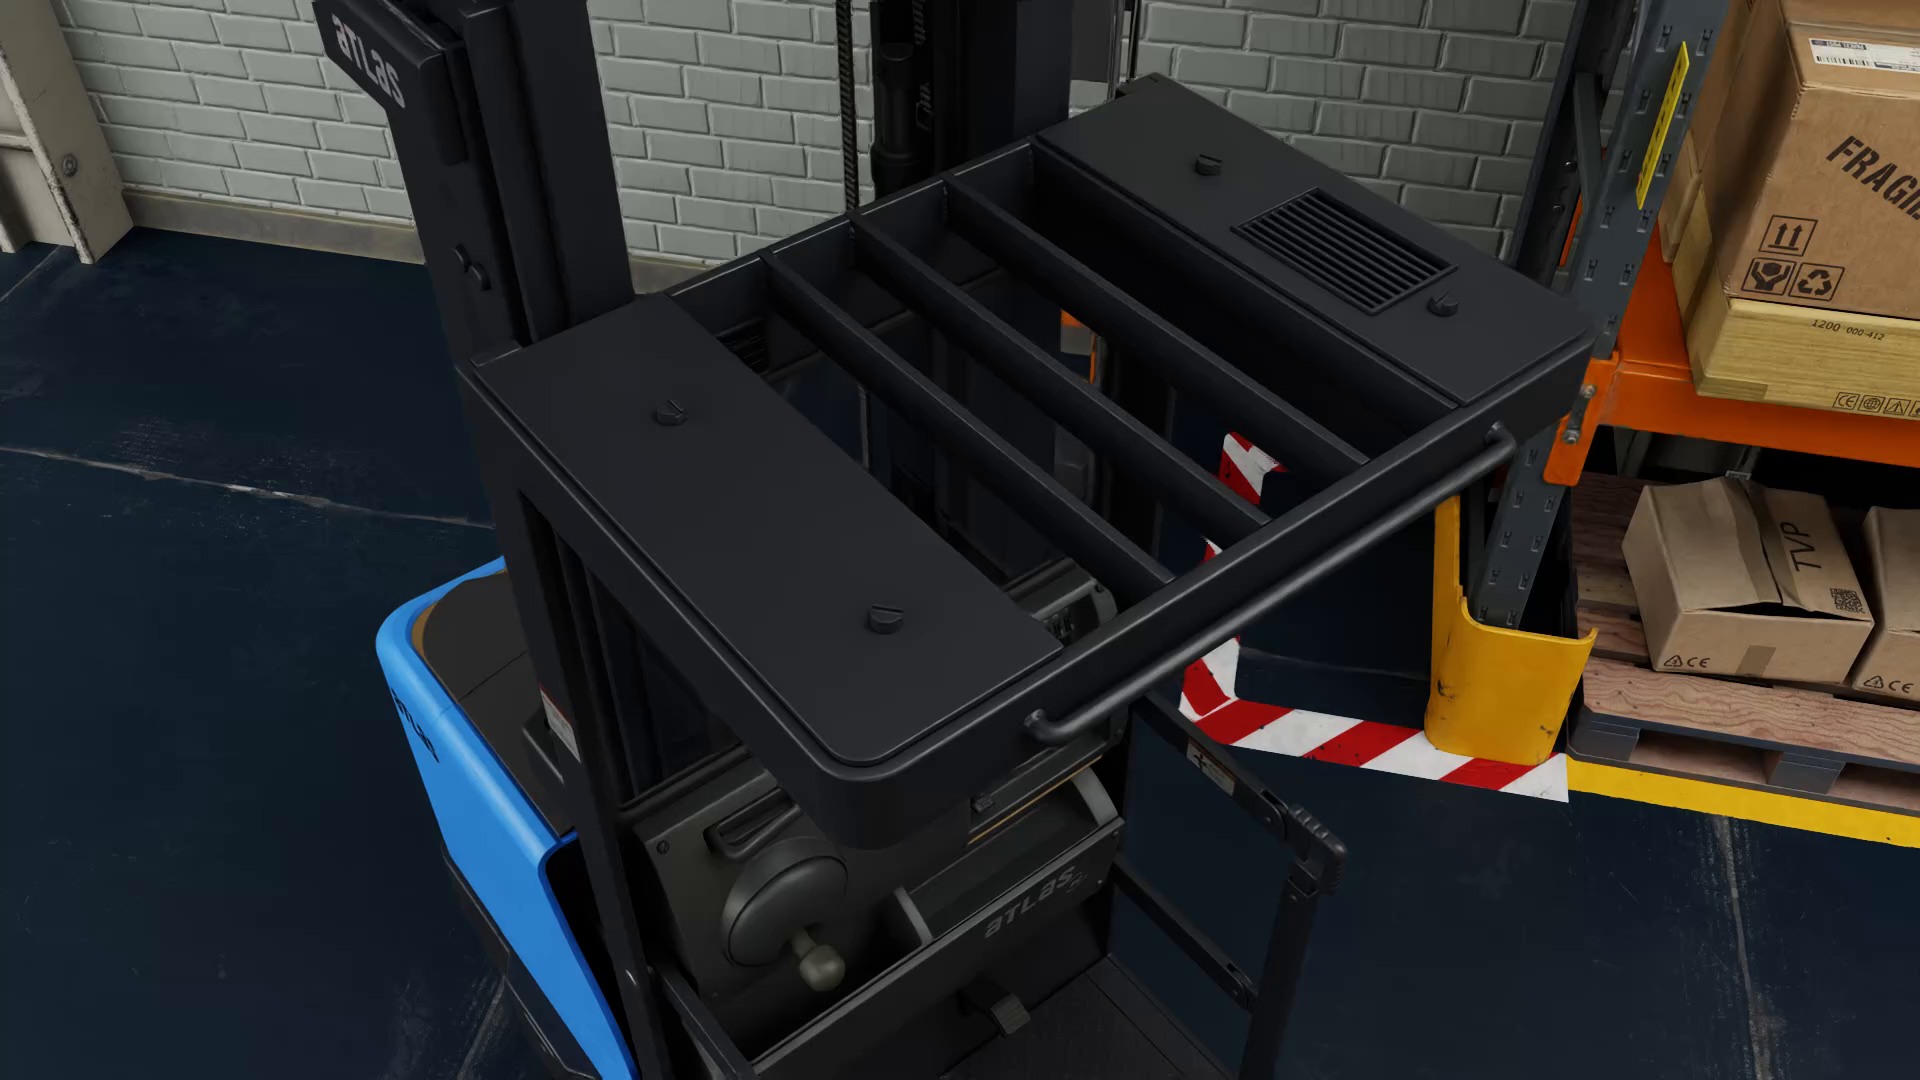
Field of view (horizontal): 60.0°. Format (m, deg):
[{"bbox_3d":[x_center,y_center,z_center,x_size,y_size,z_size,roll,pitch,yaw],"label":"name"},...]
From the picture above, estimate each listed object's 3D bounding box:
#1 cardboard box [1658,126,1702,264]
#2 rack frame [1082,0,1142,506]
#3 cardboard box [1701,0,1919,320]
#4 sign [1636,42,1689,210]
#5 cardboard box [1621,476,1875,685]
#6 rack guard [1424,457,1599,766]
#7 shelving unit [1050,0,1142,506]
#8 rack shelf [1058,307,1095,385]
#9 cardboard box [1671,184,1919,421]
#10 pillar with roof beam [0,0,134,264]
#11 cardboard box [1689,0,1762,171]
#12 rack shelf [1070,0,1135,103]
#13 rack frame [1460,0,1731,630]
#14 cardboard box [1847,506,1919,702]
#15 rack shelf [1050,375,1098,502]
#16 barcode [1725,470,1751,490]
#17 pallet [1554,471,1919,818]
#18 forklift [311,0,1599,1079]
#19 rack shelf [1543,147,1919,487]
[{"bbox_3d":[2.016,-0.893,4.108,0.500,0.250,0.500,9,45,10],"label":"cardboard box"},{"bbox_3d":[0.400,-0.694,4.457,0.015,2.100,0.400,9,45,9],"label":"rack frame"},{"bbox_3d":[1.918,-0.827,3.499,0.500,0.500,0.500,9,45,9],"label":"cardboard box"},{"bbox_3d":[1.399,-0.824,3.319,0.005,0.325,0.100,9,45,9],"label":"sign"},{"bbox_3d":[2.173,0.097,4.608,0.500,0.311,0.500,4,44,4],"label":"cardboard box"},{"bbox_3d":[1.592,0.033,4.855,0.348,0.500,1.175,9,45,9],"label":"rack guard"},{"bbox_3d":[0.162,-0.731,4.496,0.503,2.100,0.431,9,45,9],"label":"shelving unit"},{"bbox_3d":[0.162,-0.722,4.505,0.480,0.518,0.431,9,45,9],"label":"rack shelf"},{"bbox_3d":[1.925,-0.544,3.746,0.500,0.250,0.500,8,44,8],"label":"cardboard box"},{"bbox_3d":[-4.406,-1.515,0.335,0.400,9.000,9.100,9,45,9],"label":"pillar with roof beam"},{"bbox_3d":[2.024,-1.175,3.861,0.500,0.500,0.500,8,45,9],"label":"cardboard box"},{"bbox_3d":[0.162,-1.226,4.020,0.480,0.518,0.431,9,45,9],"label":"rack shelf"},{"bbox_3d":[1.518,-0.879,4.000,0.127,3.000,1.000,9,45,9],"label":"rack frame"},{"bbox_3d":[2.730,0.183,4.519,0.500,0.311,0.500,12,45,12],"label":"cardboard box"},{"bbox_3d":[0.162,-0.217,4.991,0.480,0.518,0.431,9,45,9],"label":"rack shelf"},{"bbox_3d":[2.278,-0.175,4.883,0.075,0.075,0.001,9,45,9],"label":"barcode"},{"bbox_3d":[2.377,0.284,4.803,1.213,0.211,1.003,9,45,9],"label":"pallet"},{"bbox_3d":[0.046,0.476,2.642,1.130,2.935,3.031,-29,51,-27],"label":"forklift"},{"bbox_3d":[3.469,-0.317,3.935,4.000,0.370,1.077,9,45,9],"label":"rack shelf"}]
